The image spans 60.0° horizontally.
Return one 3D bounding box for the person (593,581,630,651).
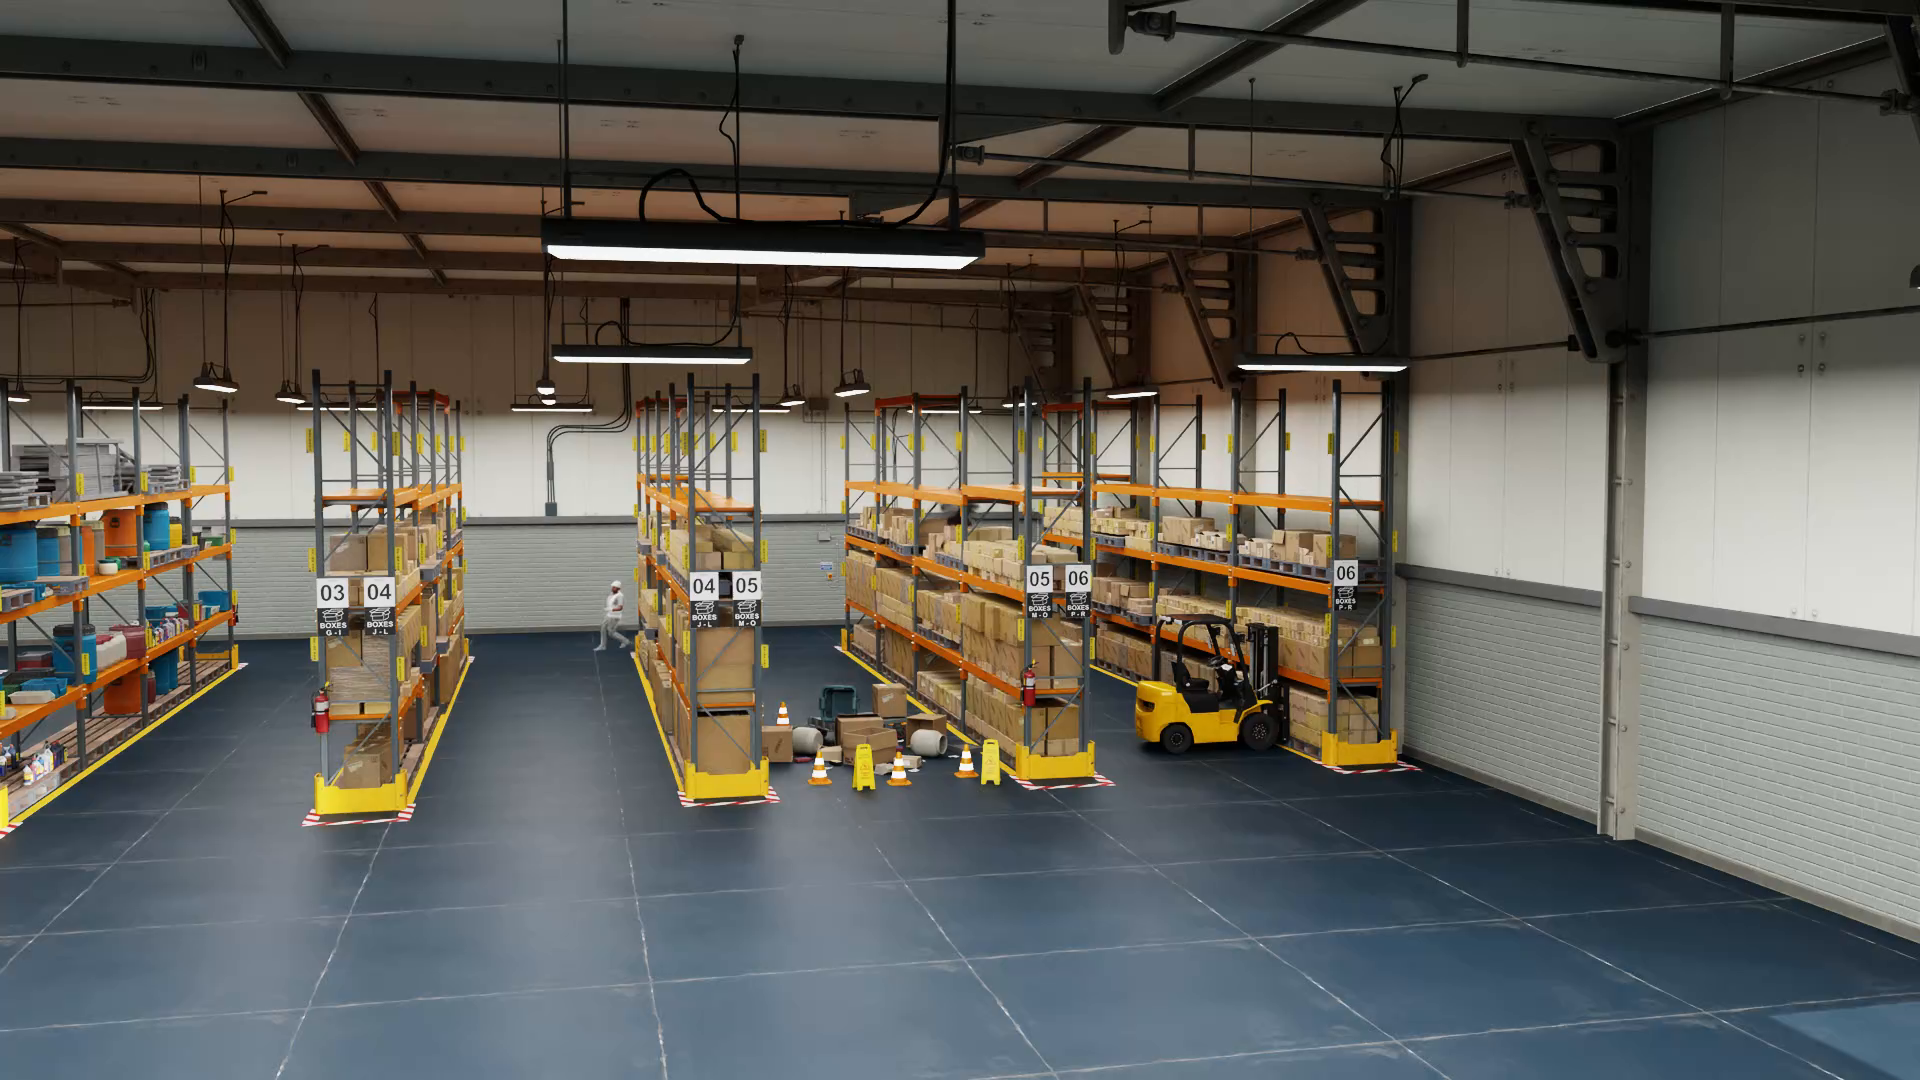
[{"bbox_3d":[-8.328,1.837,39.938,0.819,1.705,0.773,-2,4,-28],"label":"person"}]
